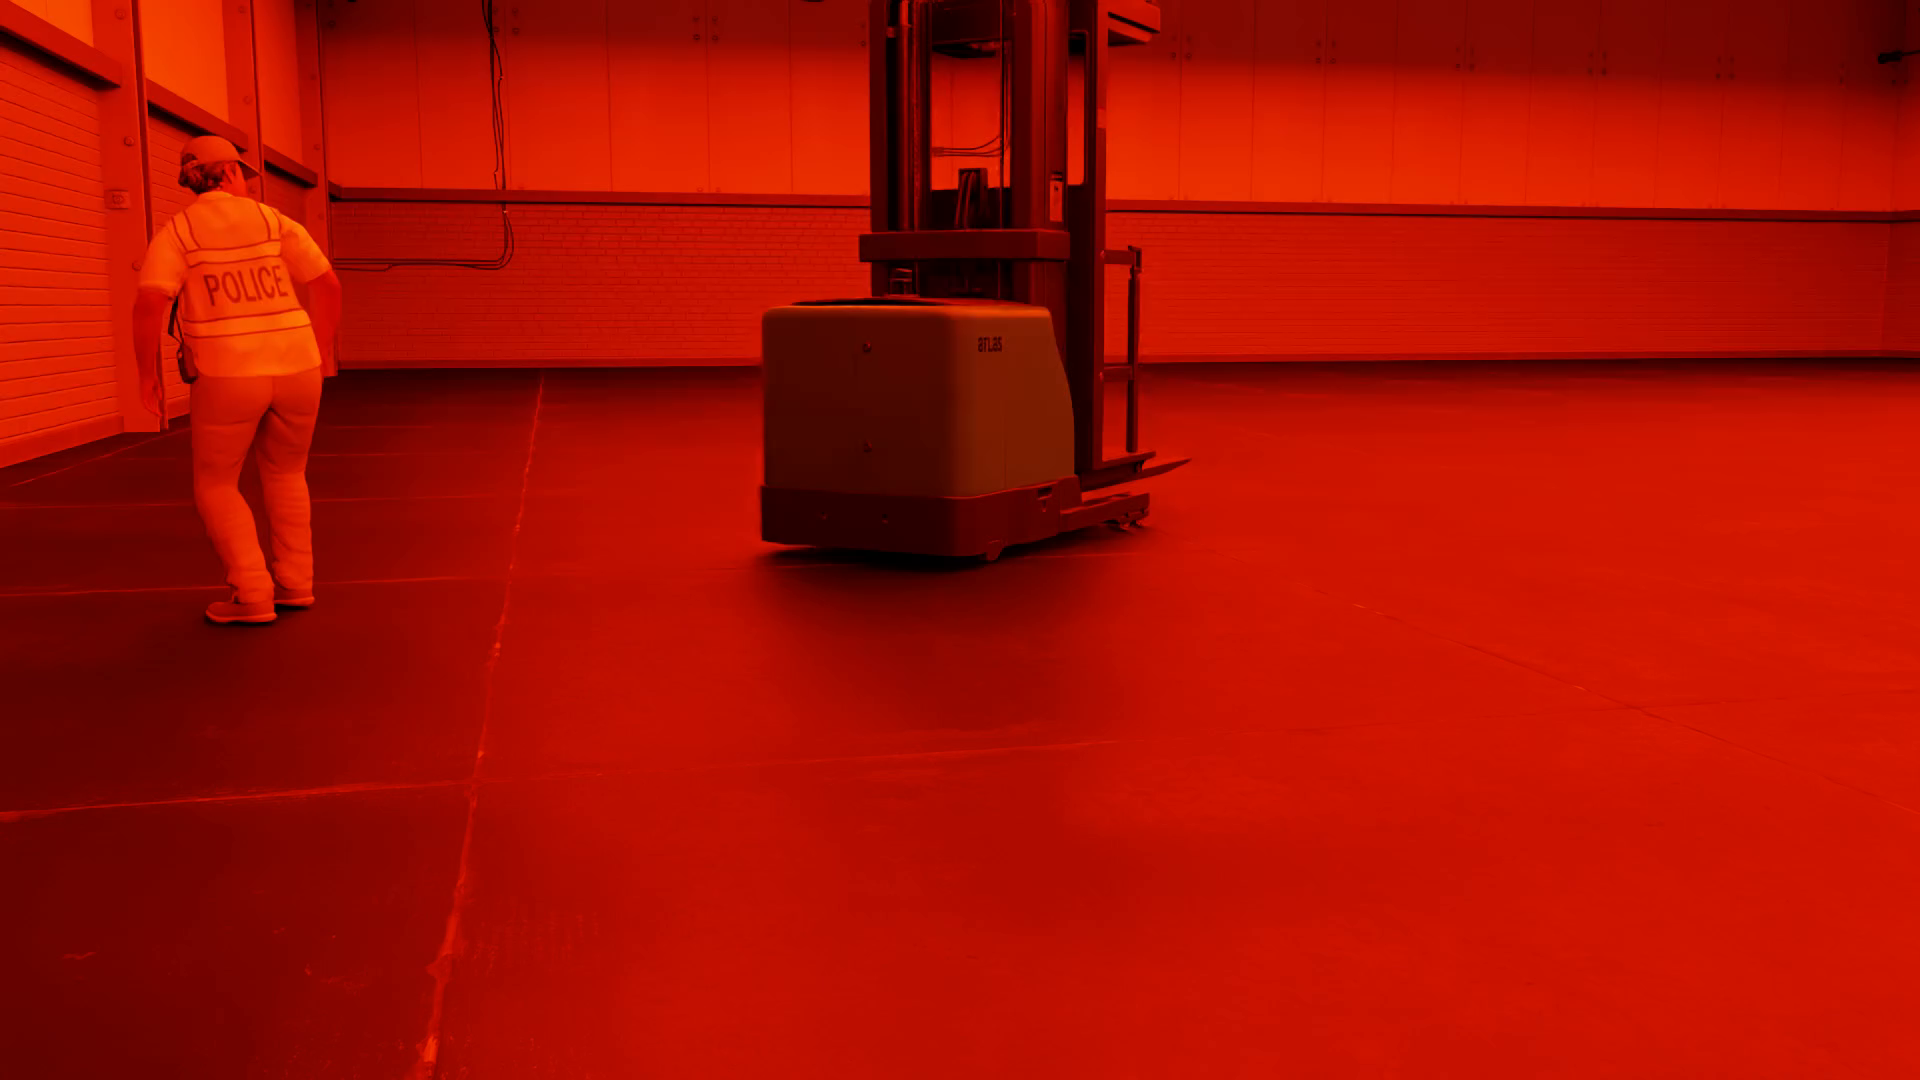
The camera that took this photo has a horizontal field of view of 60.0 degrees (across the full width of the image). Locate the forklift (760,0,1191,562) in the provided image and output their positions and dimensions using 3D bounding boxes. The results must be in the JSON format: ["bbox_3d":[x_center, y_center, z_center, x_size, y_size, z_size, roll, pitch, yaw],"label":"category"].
[{"bbox_3d":[0.286,-1.527,8.039,1.130,2.935,3.031,4,9,28],"label":"forklift"}]

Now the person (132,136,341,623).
[{"bbox_3d":[-2.491,-0.544,5.696,0.511,1.644,0.680,7,11,41],"label":"person"}]
